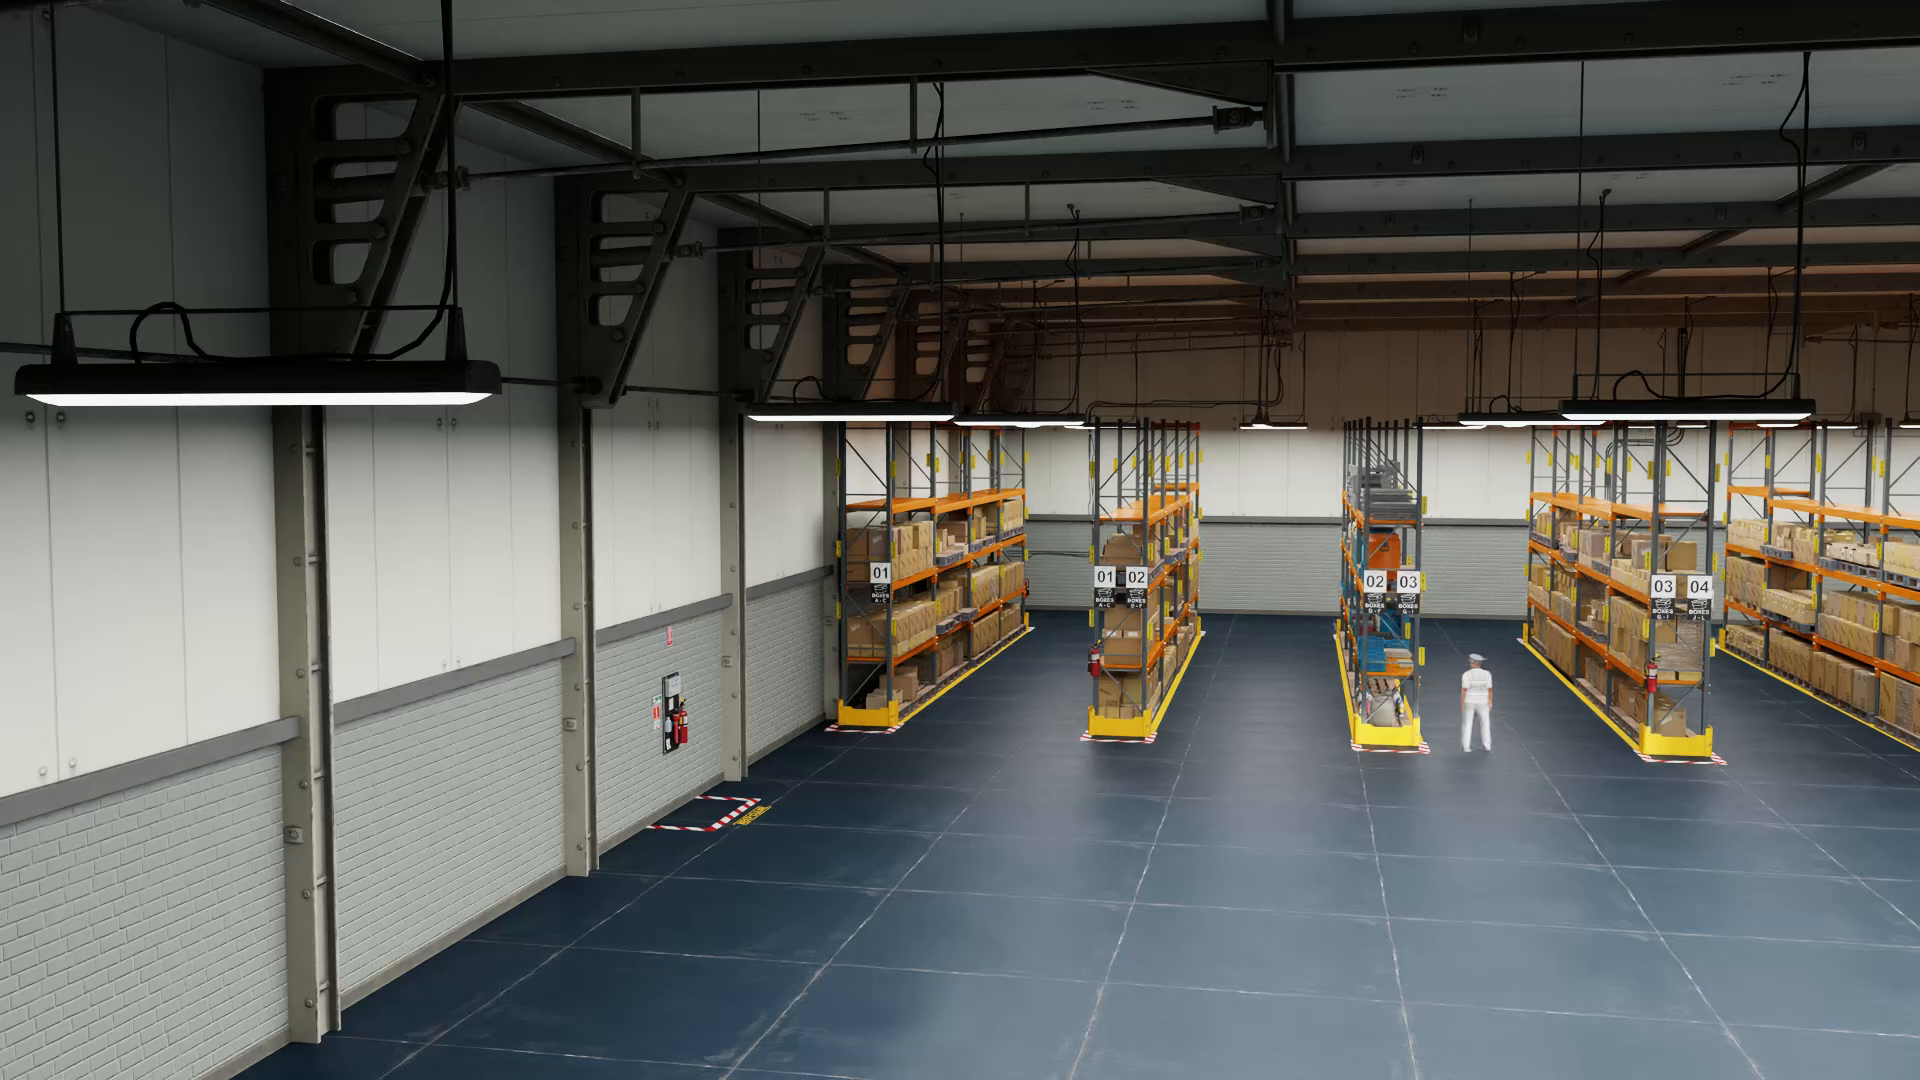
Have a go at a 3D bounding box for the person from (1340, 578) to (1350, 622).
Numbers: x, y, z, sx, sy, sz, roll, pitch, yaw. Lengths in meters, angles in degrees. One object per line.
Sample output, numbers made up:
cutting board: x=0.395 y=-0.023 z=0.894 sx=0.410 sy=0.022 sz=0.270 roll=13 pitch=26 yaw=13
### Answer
person: x=11.055 y=1.857 z=47.288 sx=0.496 sy=1.600 sz=0.374 roll=0 pitch=4 yaw=0

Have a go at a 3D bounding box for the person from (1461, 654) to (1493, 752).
person: x=9.281 y=2.911 z=29.829 sx=0.526 sy=1.751 sz=0.602 roll=1 pitch=4 yaw=22
